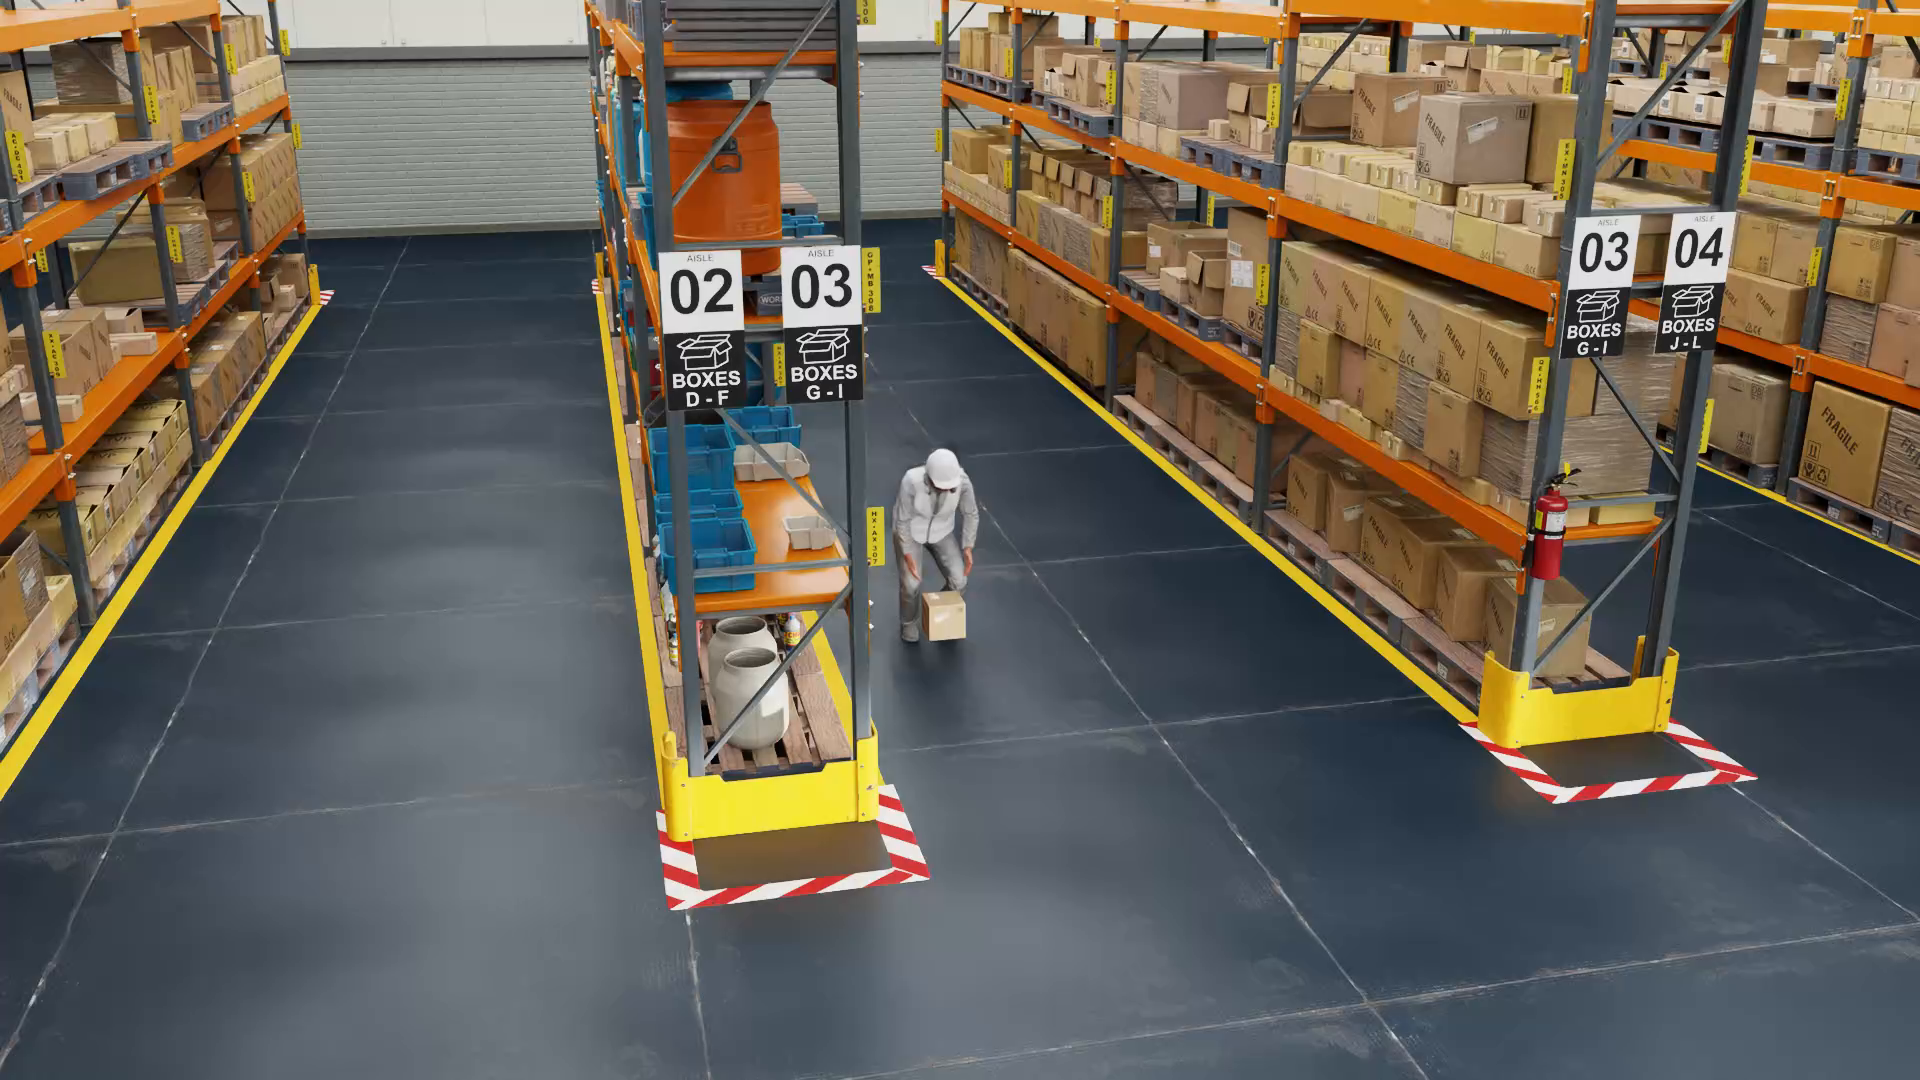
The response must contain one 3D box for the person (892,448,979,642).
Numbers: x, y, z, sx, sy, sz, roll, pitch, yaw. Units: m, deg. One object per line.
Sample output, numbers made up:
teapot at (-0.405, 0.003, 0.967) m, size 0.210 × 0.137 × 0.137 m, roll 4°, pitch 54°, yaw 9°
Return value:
person at (-0.175, -0.001, 11.526) m, size 0.592 × 1.450 × 0.752 m, roll -5°, pitch 20°, yaw -13°
